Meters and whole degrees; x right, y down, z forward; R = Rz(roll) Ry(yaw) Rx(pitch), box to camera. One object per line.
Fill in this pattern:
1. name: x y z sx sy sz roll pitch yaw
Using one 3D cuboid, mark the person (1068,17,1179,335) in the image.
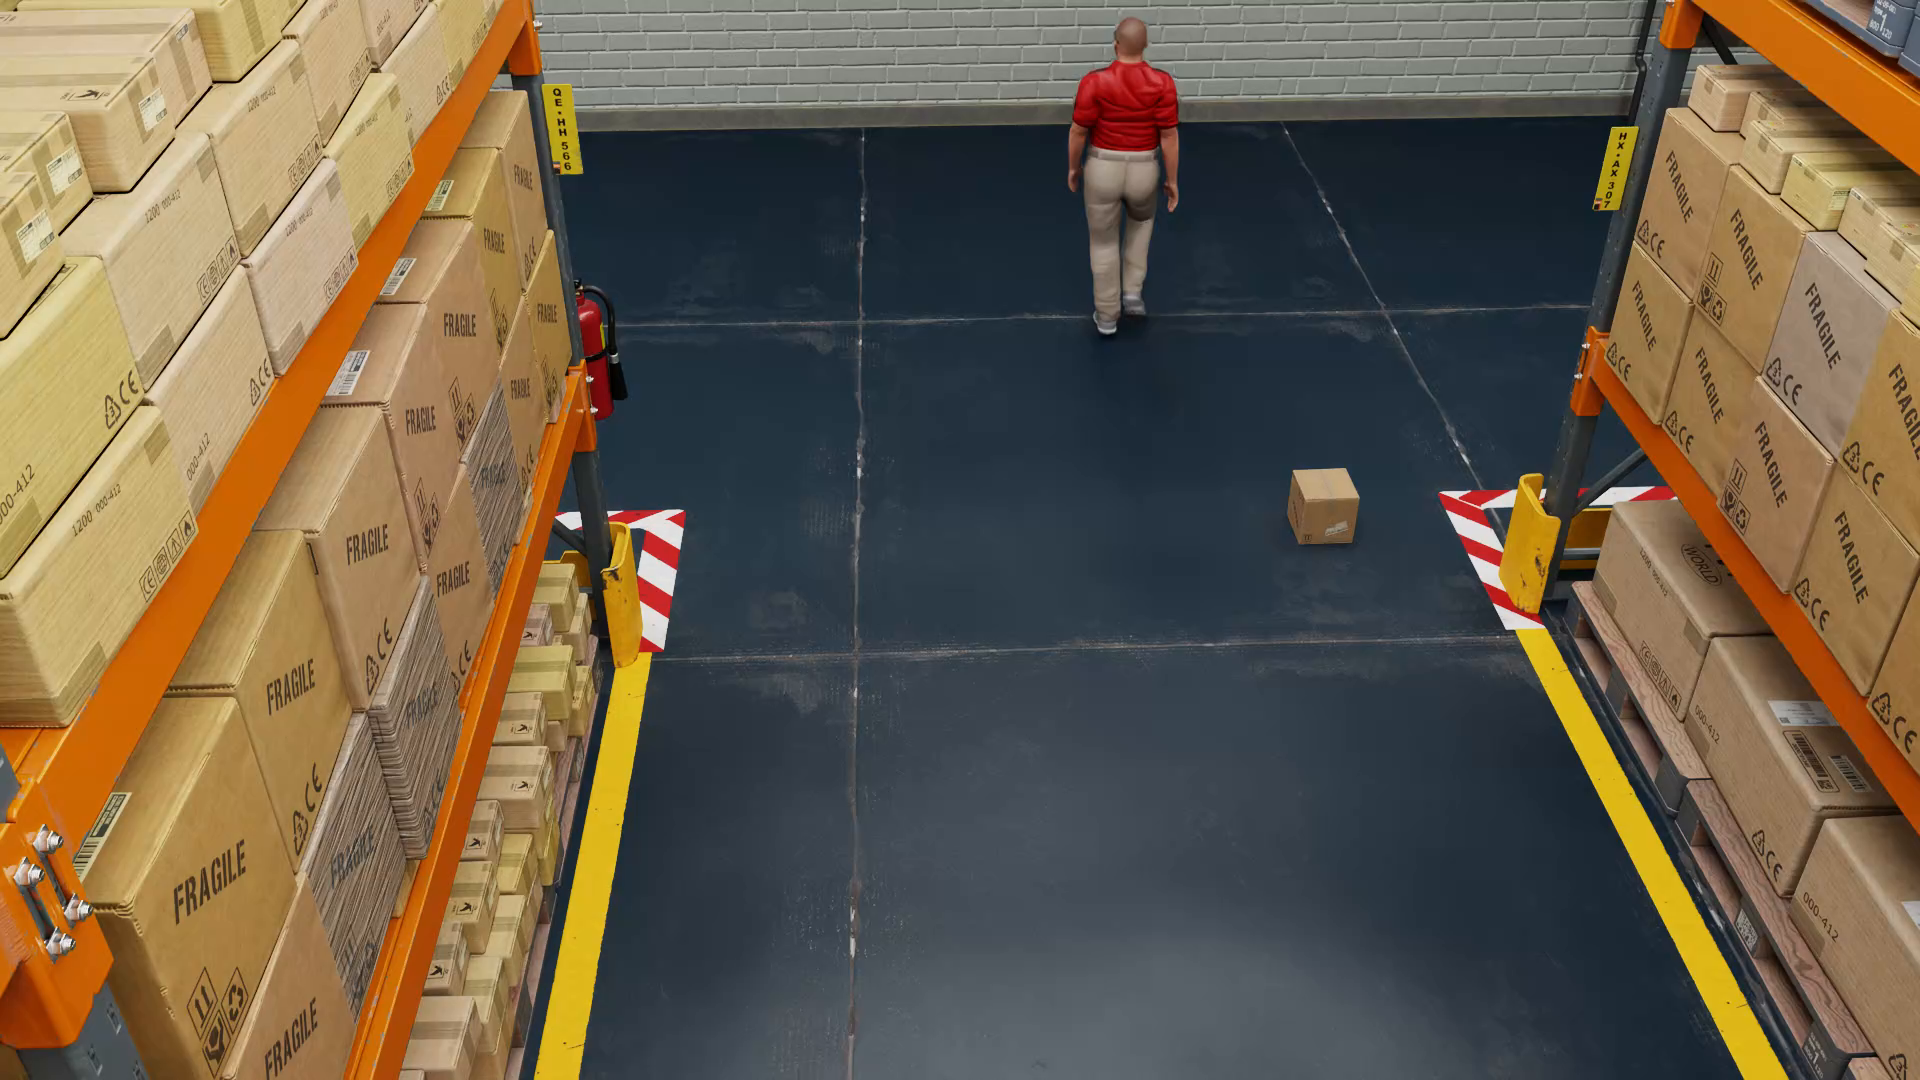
1. person: 0.865 -1.939 8.943 0.586 1.786 0.505 -2 35 -2
